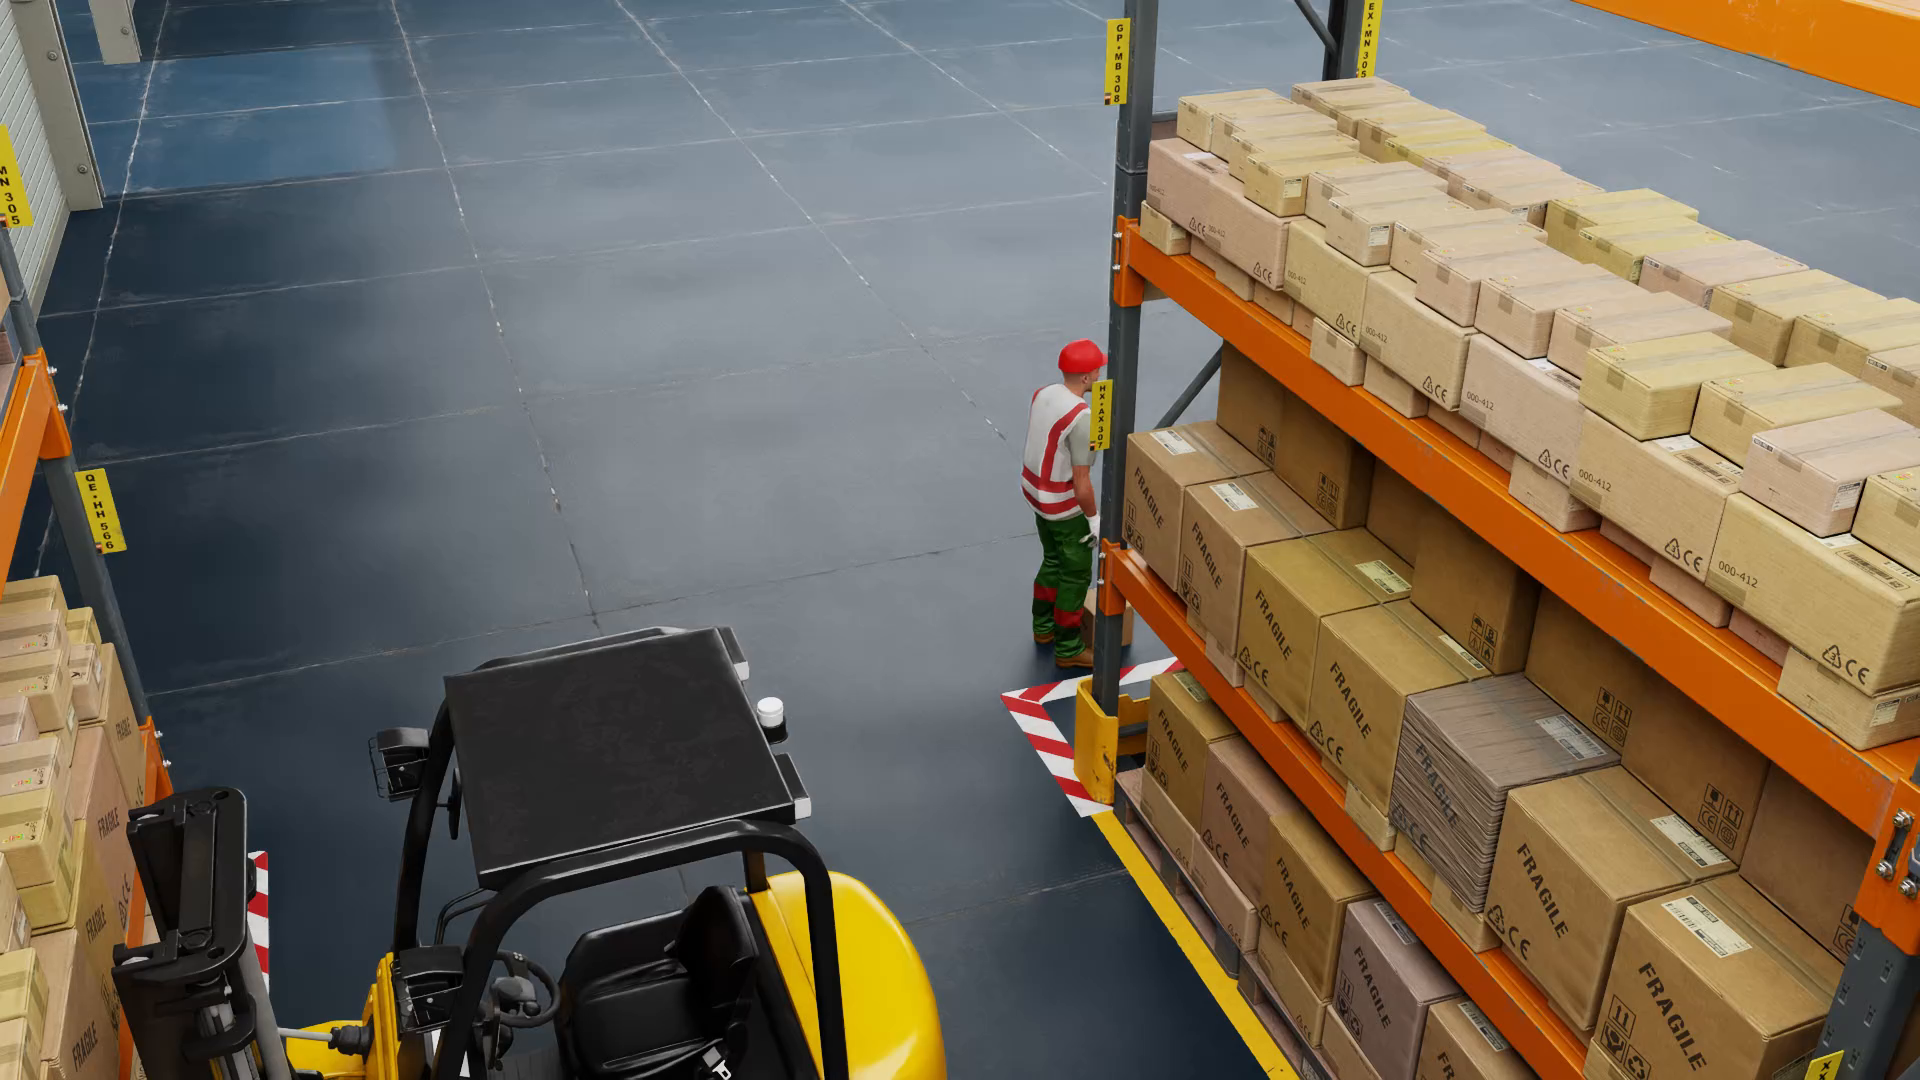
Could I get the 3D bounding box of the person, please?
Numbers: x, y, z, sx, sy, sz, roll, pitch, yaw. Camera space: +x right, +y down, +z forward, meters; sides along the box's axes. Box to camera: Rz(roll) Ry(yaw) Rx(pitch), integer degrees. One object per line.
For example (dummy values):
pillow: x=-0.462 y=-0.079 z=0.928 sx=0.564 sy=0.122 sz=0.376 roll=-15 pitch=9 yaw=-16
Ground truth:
person: x=0.562 y=-0.200 z=8.683 sx=0.446 sy=1.780 sz=0.623 roll=-12 pitch=32 yaw=-20
